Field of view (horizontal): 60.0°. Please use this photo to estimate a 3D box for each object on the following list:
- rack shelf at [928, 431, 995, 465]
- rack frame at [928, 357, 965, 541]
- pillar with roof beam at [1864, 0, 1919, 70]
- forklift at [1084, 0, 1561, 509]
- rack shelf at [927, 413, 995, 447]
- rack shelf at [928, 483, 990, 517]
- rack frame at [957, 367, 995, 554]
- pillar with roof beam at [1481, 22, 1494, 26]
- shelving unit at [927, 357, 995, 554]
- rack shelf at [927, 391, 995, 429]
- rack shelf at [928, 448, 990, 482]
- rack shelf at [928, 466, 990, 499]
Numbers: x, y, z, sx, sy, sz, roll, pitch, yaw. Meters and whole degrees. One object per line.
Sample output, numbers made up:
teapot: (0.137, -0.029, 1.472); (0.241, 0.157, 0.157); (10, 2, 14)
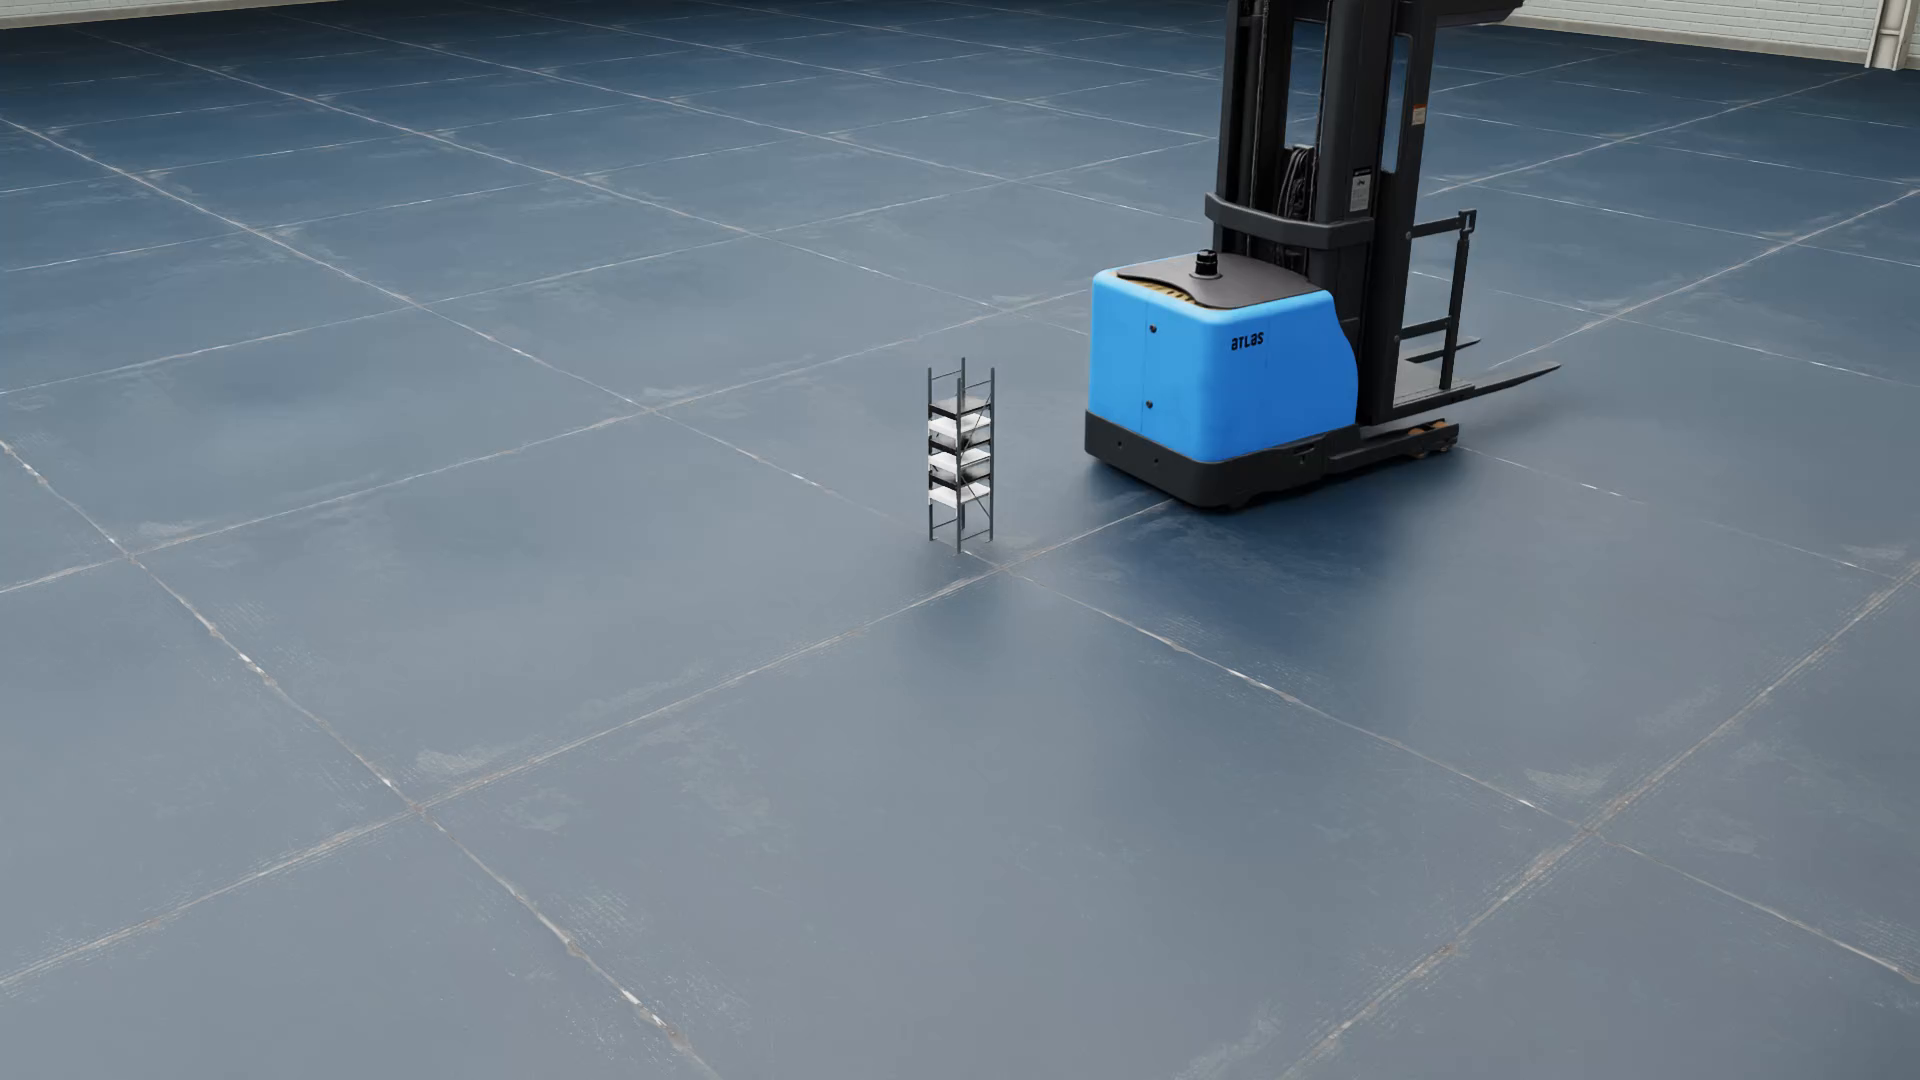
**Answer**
rack shelf: (0.006, -0.459, 8.034); (0.258, 0.077, 0.200); (-21, 32, -38)
rack frame: (-0.064, -0.438, 8.125); (0.240, 0.900, 0.006); (-21, 32, -38)
pillar with roof beam: (9.019, -9.088, 17.329); (9.100, 9.000, 0.400); (-21, 32, -38)
forklift: (2.191, -1.950, 8.993); (3.031, 2.935, 1.130); (-16, 29, -31)
rack shelf: (0.006, -0.540, 7.997); (0.258, 0.077, 0.200); (-21, 32, -38)
rack shelf: (0.006, -0.213, 8.146); (0.258, 0.077, 0.200); (-21, 32, -38)
rack frame: (0.075, -0.376, 7.990); (0.240, 0.900, 0.006); (-21, 32, -38)
pillar with roof beam: (4.918, -10.906, 21.314); (9.100, 9.000, 0.400); (-21, 32, -38)
shelving unit: (0.006, -0.407, 8.058); (0.258, 0.900, 0.210); (-21, 32, -38)
rack shelf: (0.006, -0.622, 7.960); (0.258, 0.077, 0.200); (-21, 32, -38)
rack shelf: (0.006, -0.377, 8.072); (0.258, 0.077, 0.200); (-21, 32, -38)
rack shelf: (0.006, -0.295, 8.109); (0.258, 0.077, 0.200); (-21, 32, -38)
